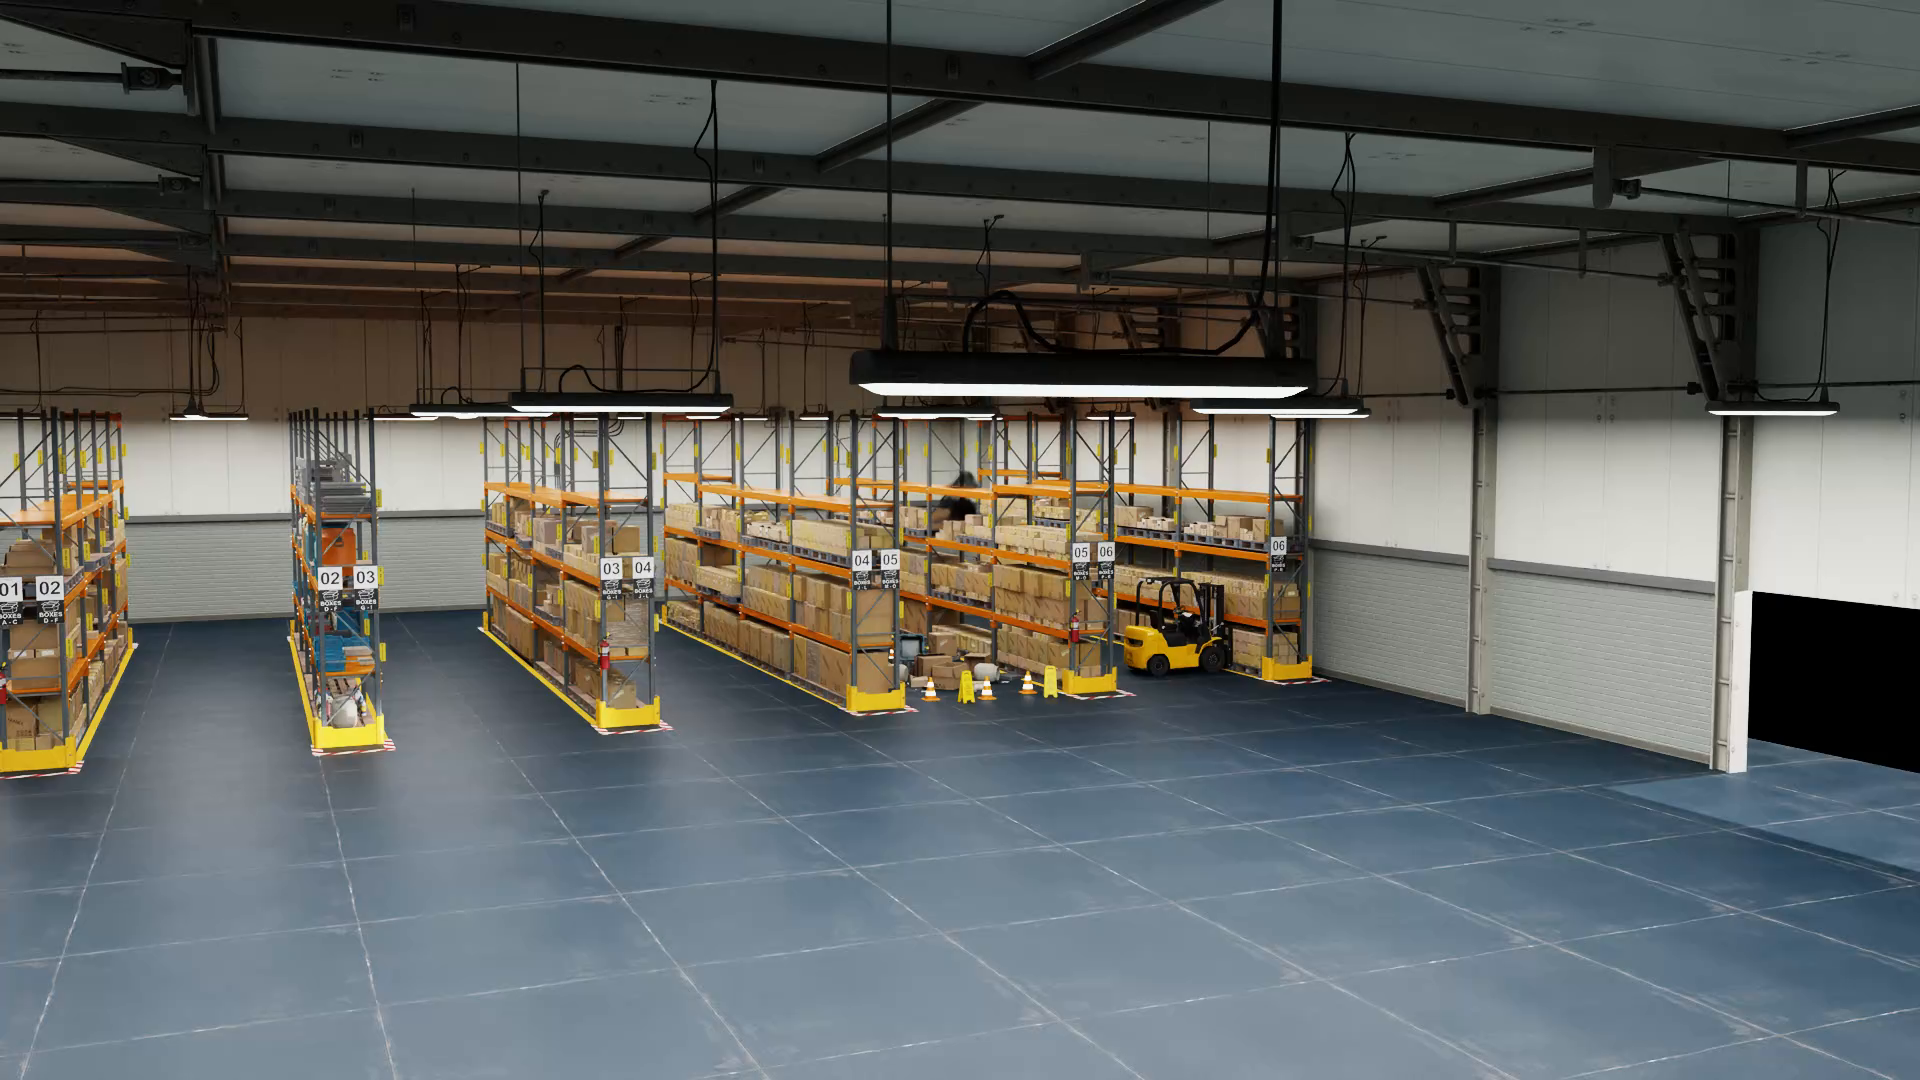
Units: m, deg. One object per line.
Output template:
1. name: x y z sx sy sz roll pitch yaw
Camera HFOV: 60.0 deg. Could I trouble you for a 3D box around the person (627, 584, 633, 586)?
1. person: -9.678 1.530 48.248 0.749 1.616 0.807 2 5 32
